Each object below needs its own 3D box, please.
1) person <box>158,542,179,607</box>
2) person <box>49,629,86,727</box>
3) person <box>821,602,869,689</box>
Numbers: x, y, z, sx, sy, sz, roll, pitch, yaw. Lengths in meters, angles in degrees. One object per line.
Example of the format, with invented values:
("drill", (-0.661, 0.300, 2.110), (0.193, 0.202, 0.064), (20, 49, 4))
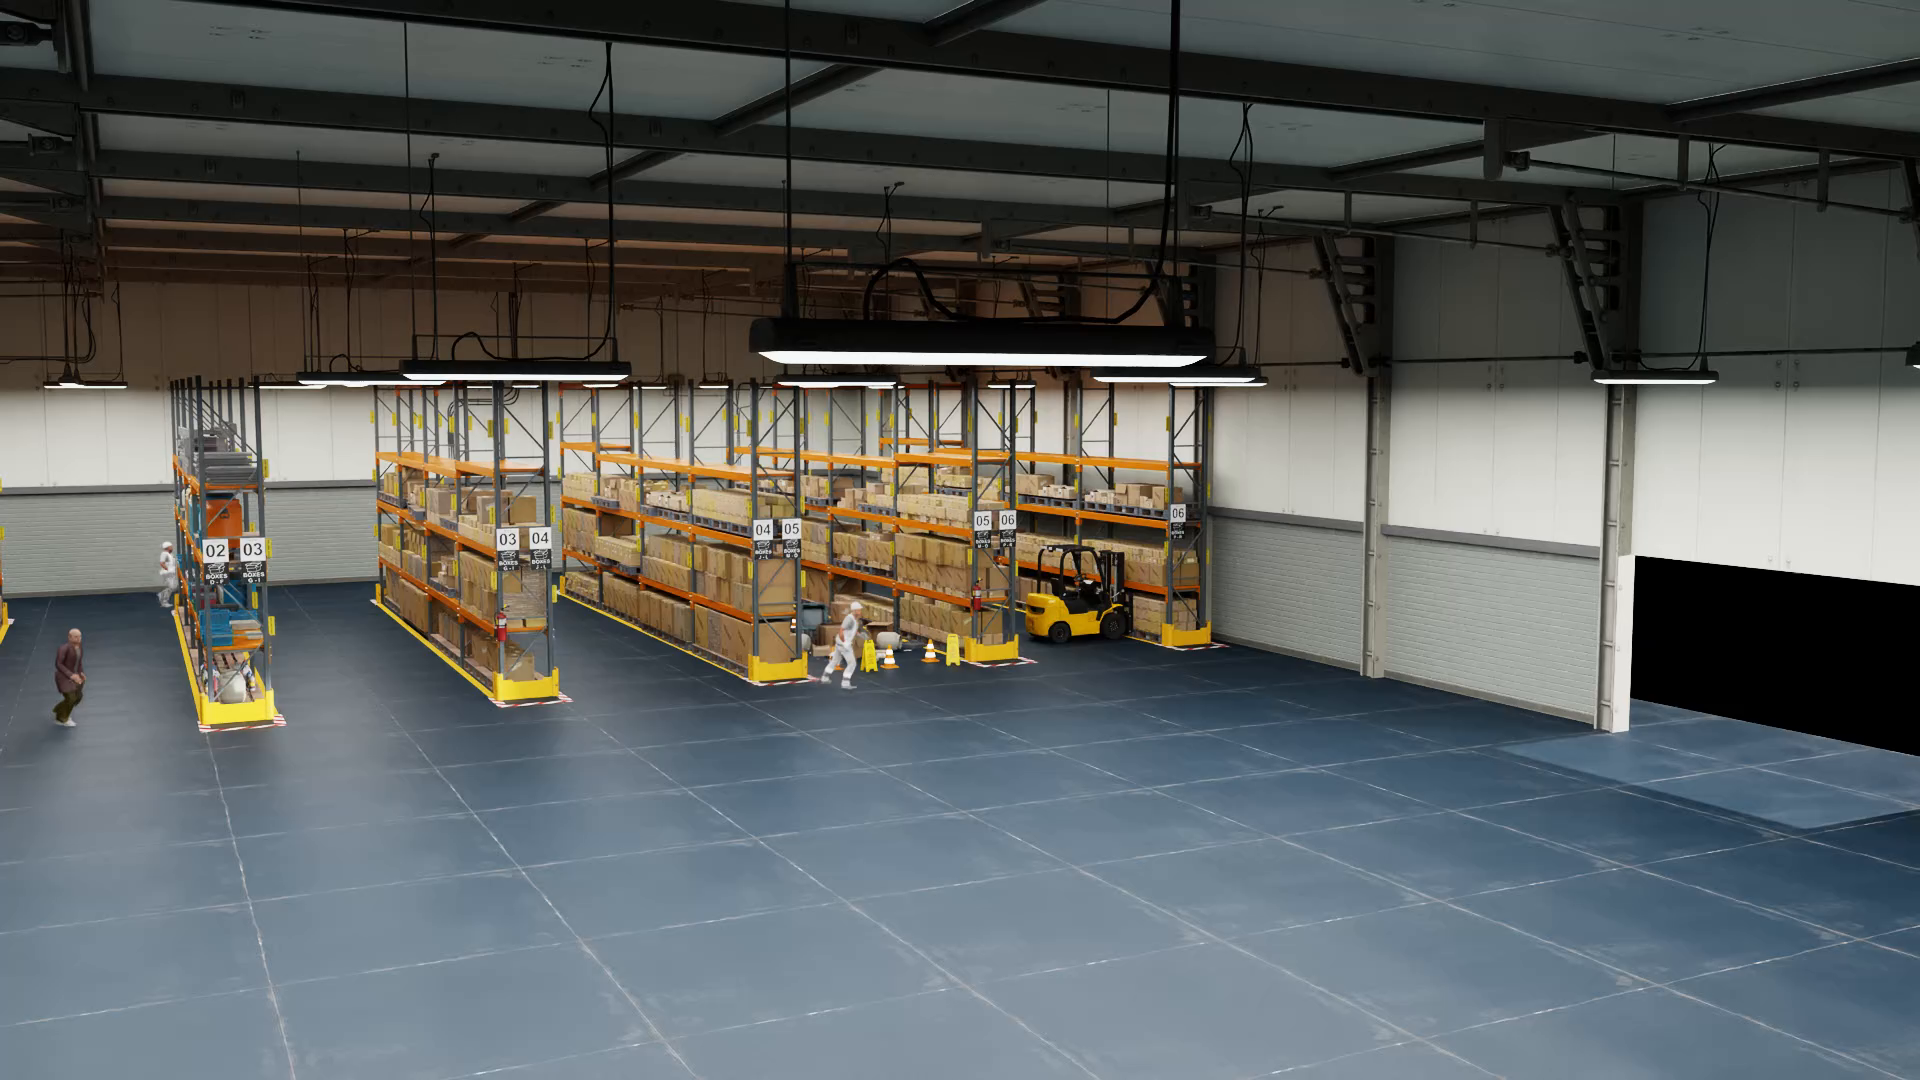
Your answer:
("person", (-21.185, 0.908, 44.490), (0.566, 1.724, 0.700), (-1, 5, -7))
("person", (-15.291, 2.360, 28.397), (0.786, 1.710, 0.682), (1, 5, 6))
("person", (-2.221, 2.030, 32.114), (0.926, 1.703, 0.697), (-1, 5, -6))
